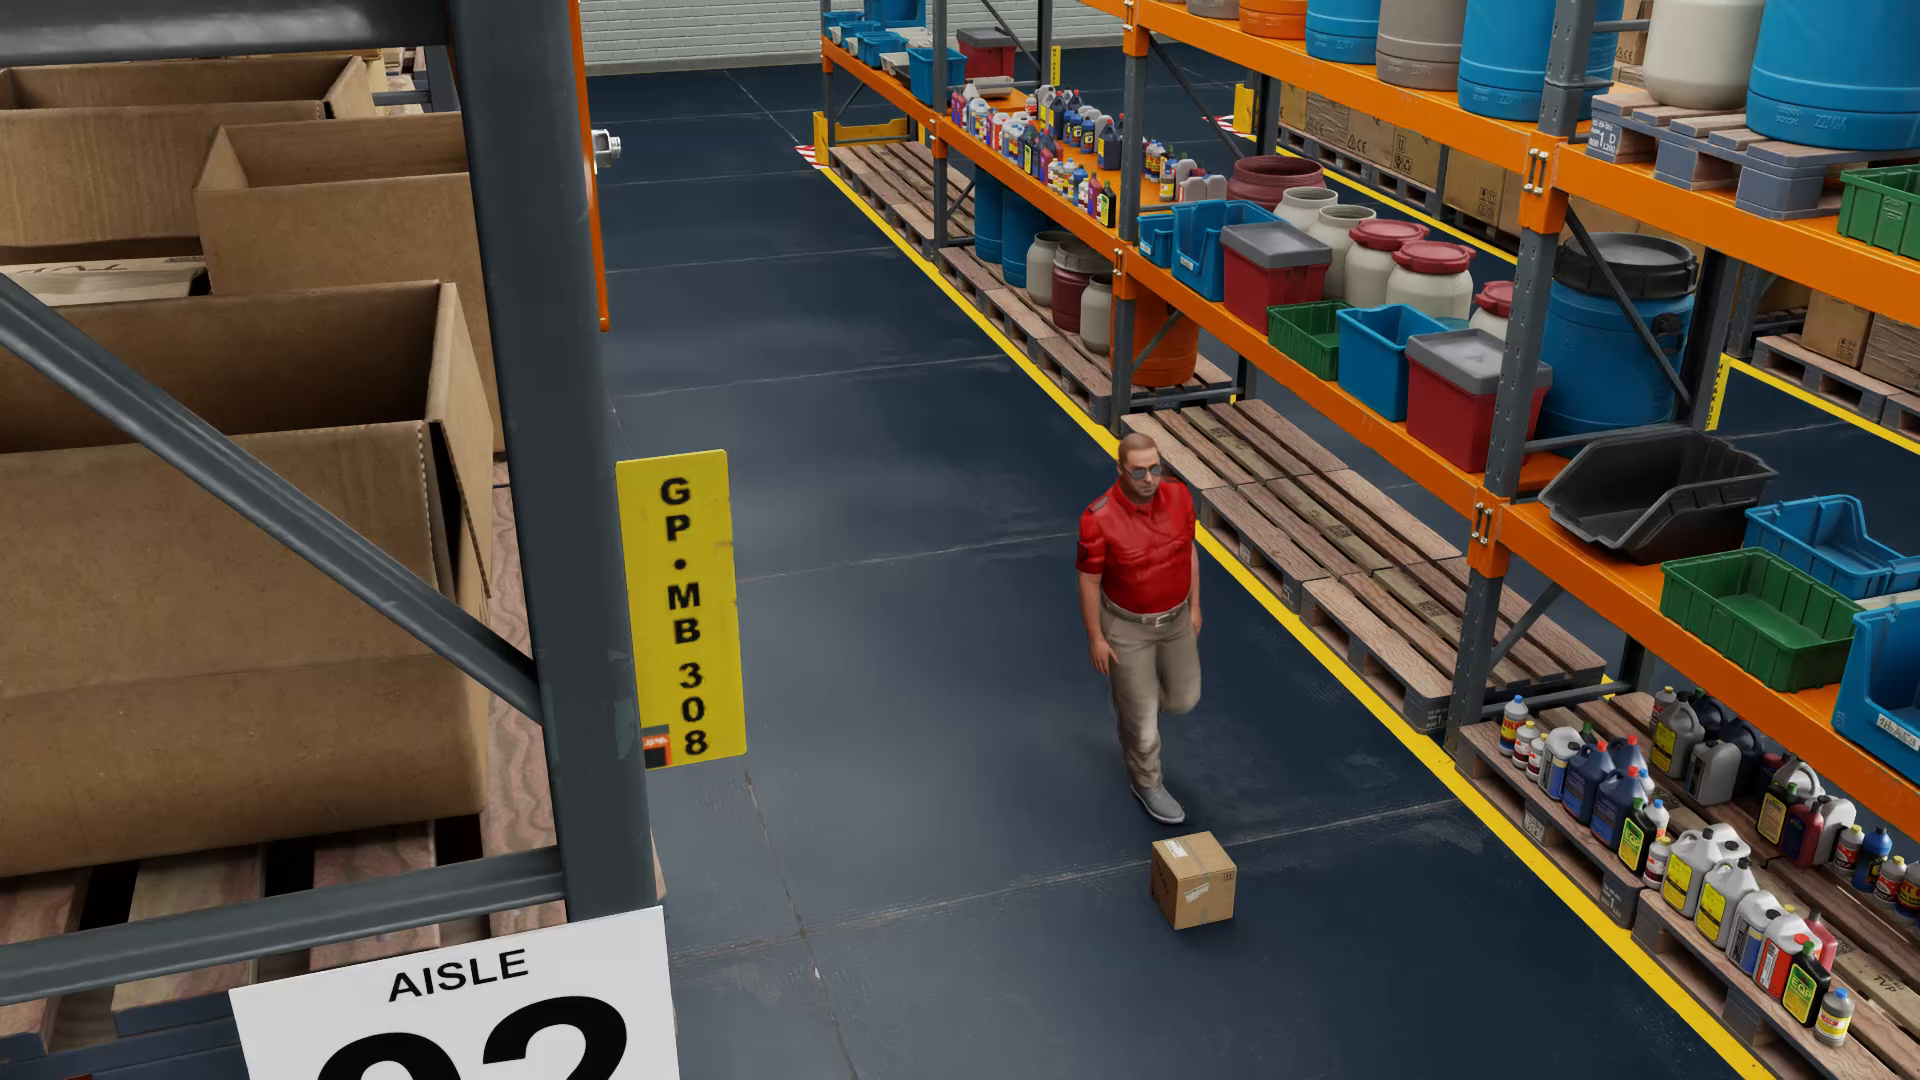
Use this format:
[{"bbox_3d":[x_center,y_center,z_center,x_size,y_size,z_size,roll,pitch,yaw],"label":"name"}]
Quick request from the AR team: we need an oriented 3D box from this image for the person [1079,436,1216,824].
[{"bbox_3d":[0.760,0.360,6.869,0.594,1.723,0.500,-11,28,-21],"label":"person"}]
